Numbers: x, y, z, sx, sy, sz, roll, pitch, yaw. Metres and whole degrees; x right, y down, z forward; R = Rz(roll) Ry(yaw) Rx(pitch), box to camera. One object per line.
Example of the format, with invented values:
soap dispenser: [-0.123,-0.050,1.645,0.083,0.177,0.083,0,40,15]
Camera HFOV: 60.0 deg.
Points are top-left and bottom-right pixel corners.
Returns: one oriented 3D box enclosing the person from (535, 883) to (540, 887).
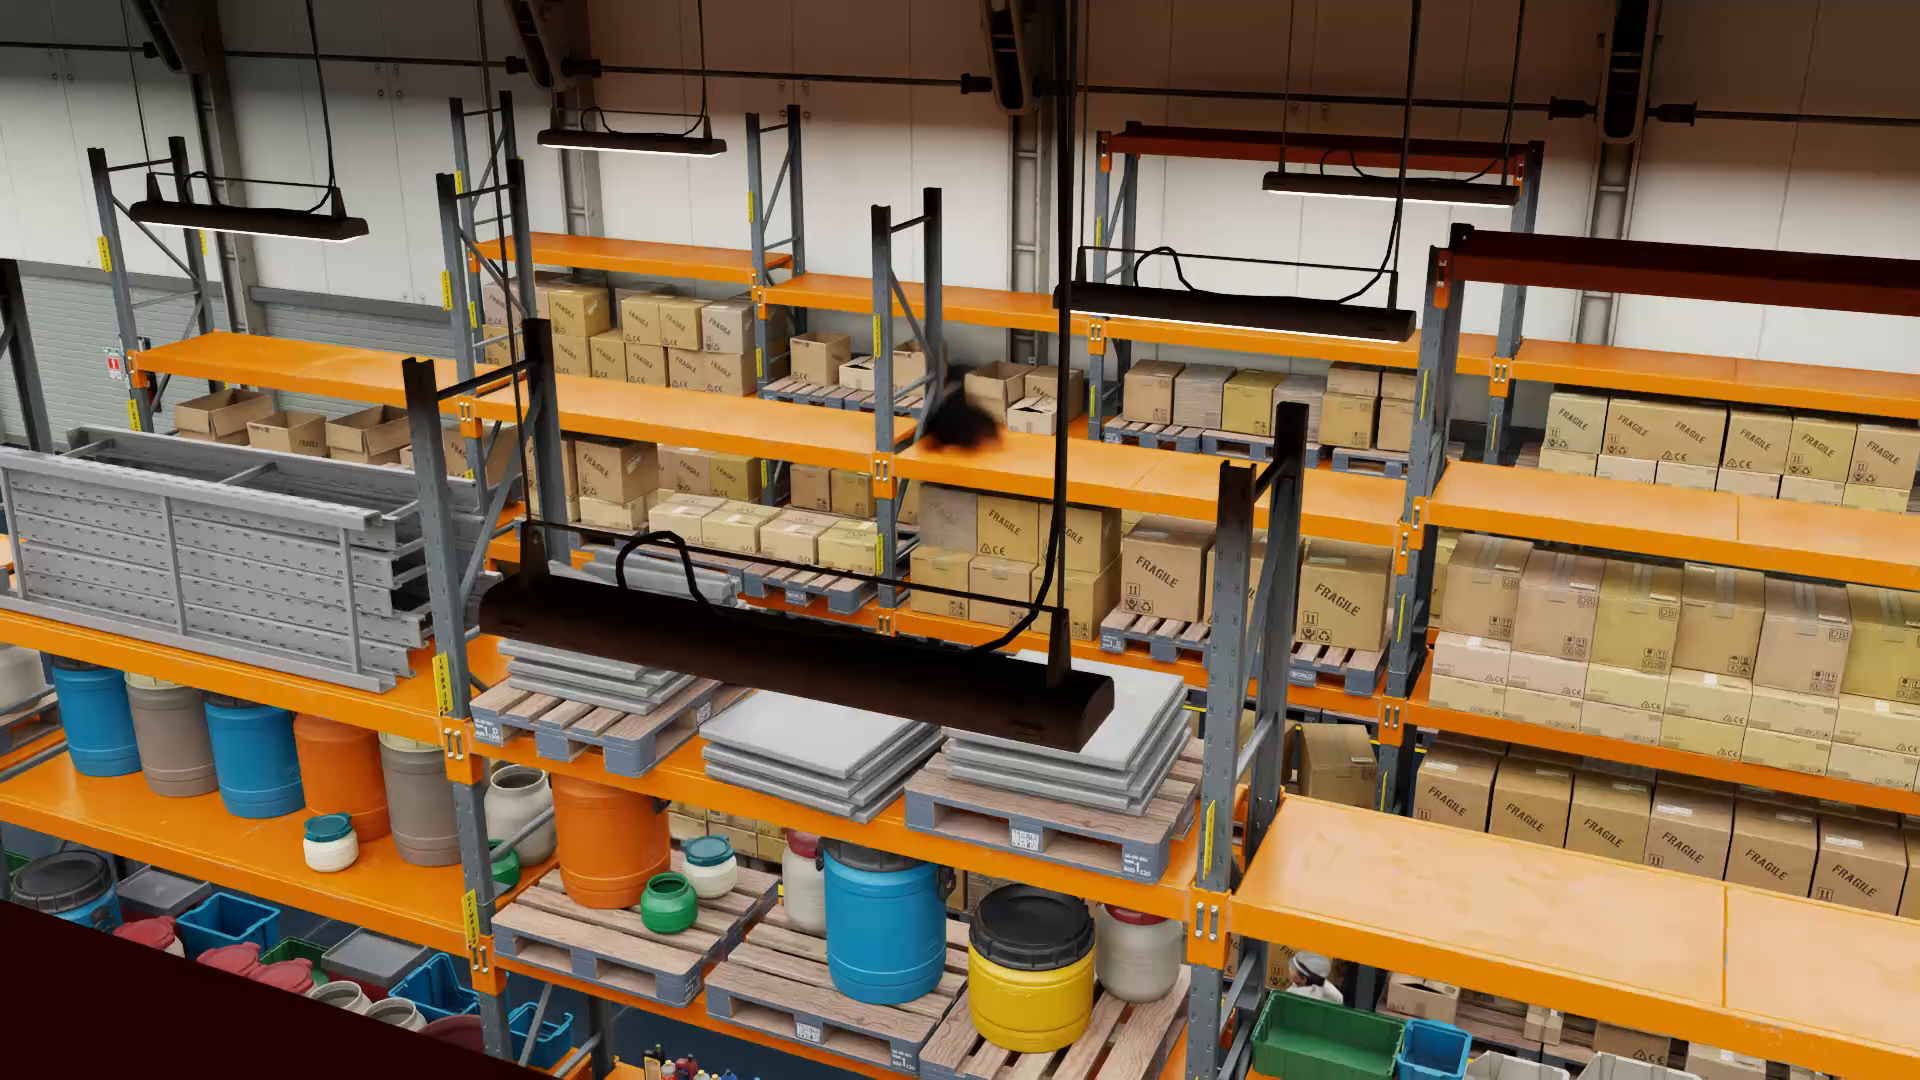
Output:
person: [-3.322,2.724,13.183,1.092,1.568,0.682,11,23,26]

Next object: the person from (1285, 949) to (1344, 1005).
person: [2.224,3.446,11.110,0.682,1.718,0.571,5,21,14]
